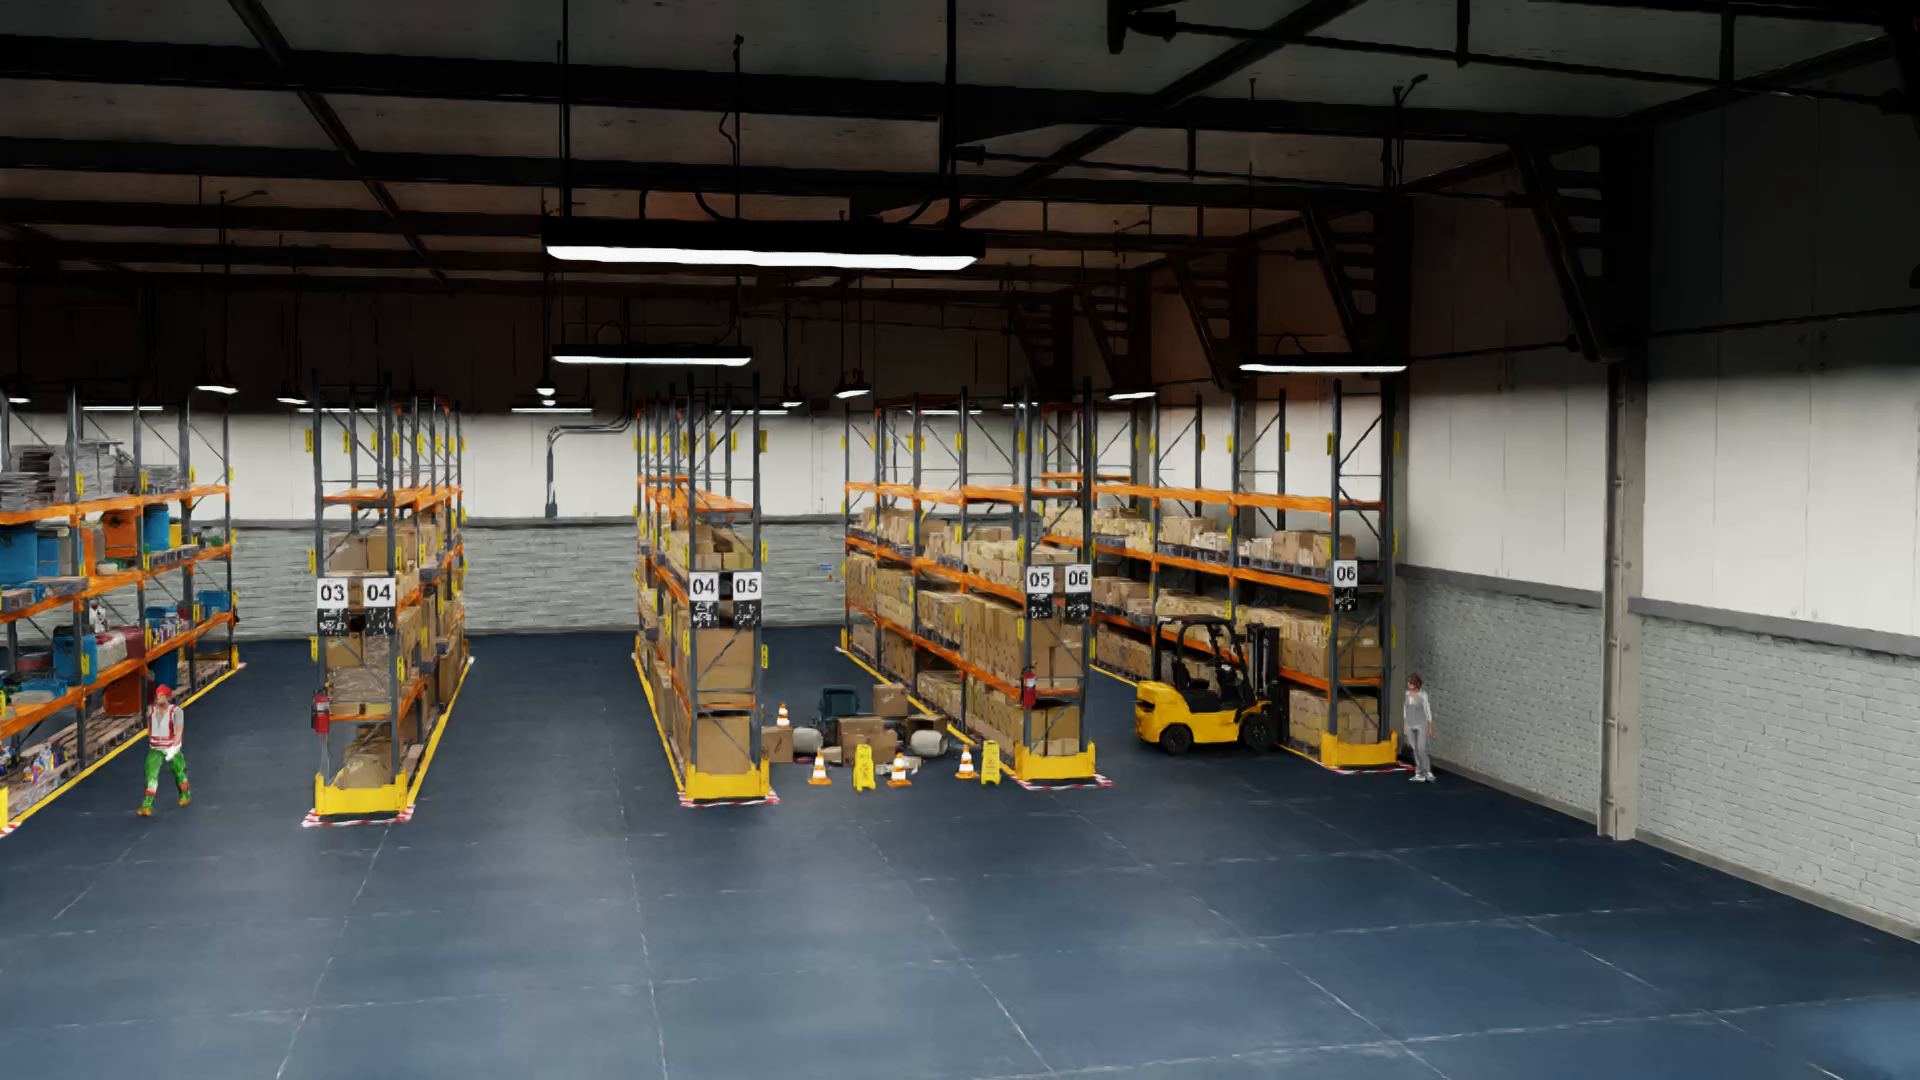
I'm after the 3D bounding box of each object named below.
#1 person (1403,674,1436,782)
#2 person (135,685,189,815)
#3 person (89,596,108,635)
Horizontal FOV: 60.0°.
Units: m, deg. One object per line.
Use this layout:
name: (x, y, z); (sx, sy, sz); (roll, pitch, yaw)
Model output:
person: (6.786, 2.777, 24.568); (0.365, 1.592, 0.521); (-3, 4, -41)
person: (-10.798, 2.821, 22.575); (0.534, 1.725, 1.038); (0, 3, -4)
person: (-19.362, 2.042, 37.251); (0.456, 1.587, 1.088); (-1, 3, -11)
